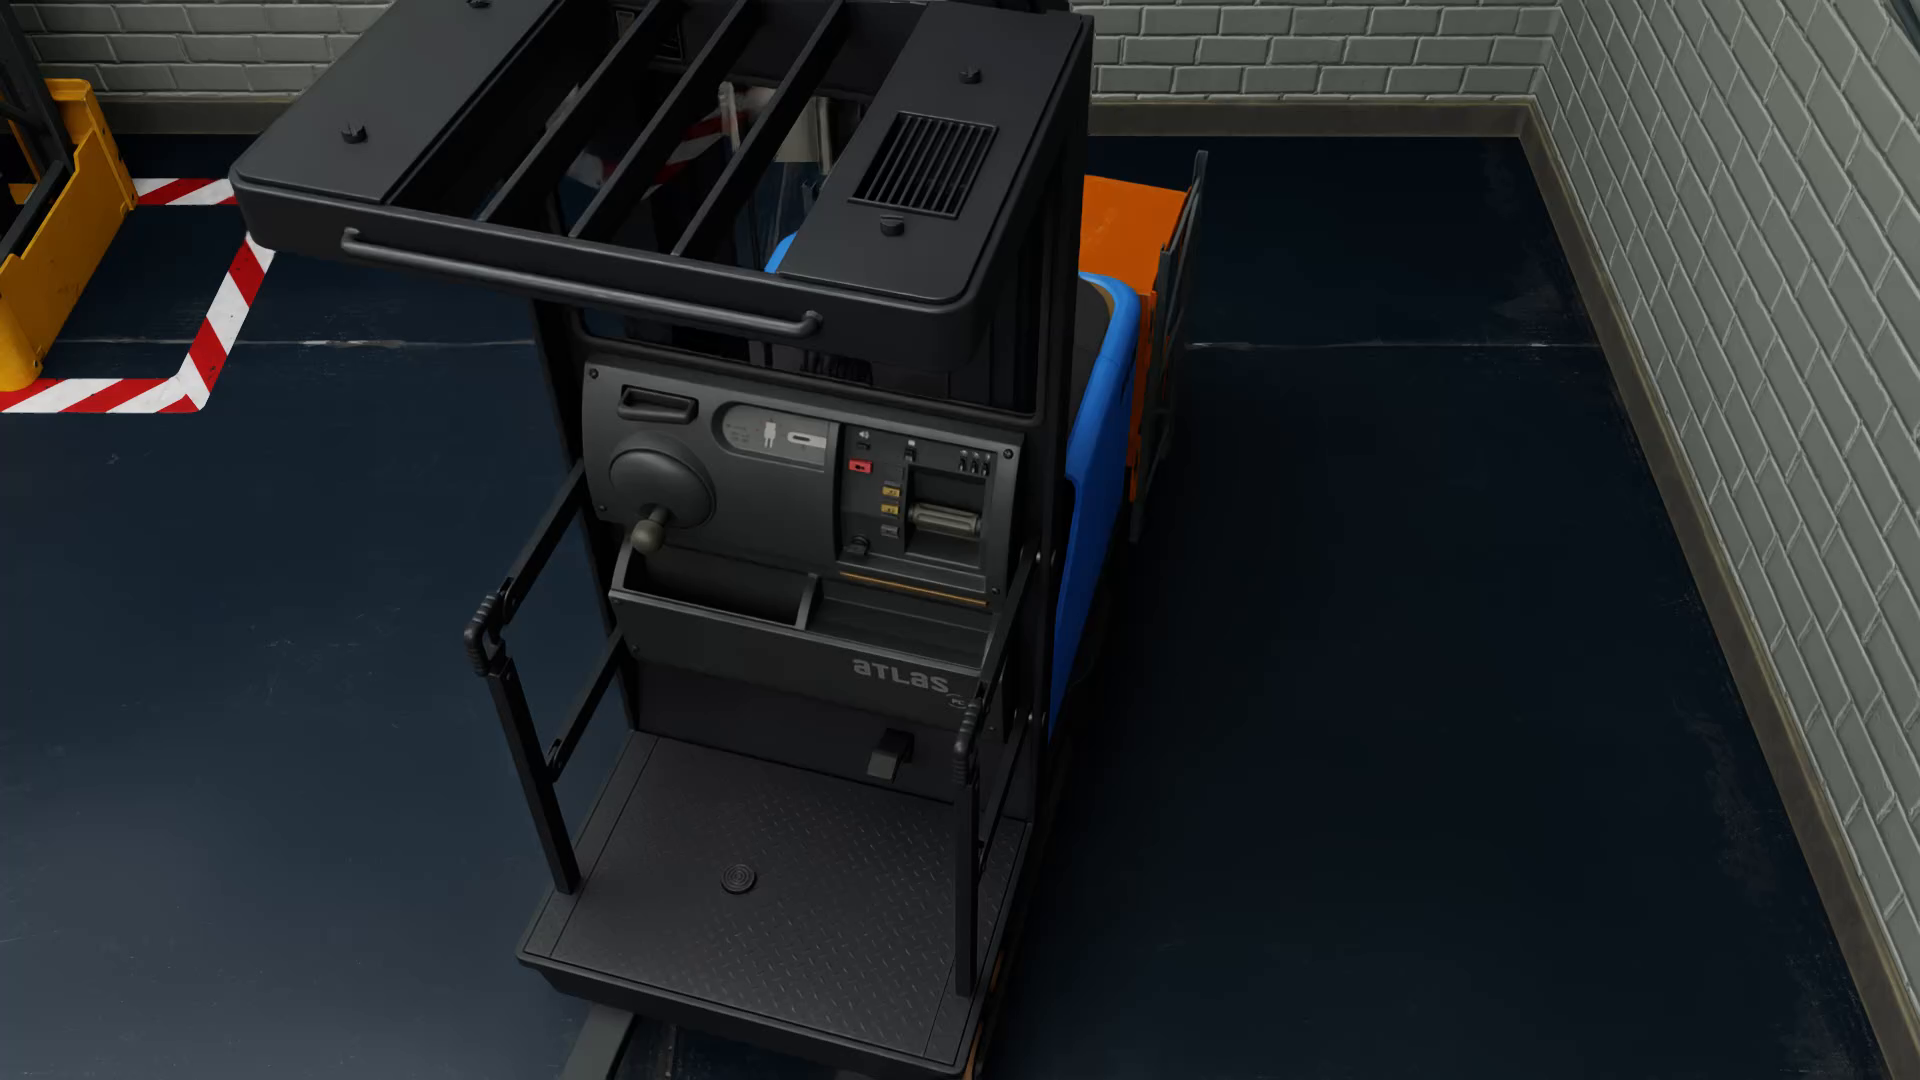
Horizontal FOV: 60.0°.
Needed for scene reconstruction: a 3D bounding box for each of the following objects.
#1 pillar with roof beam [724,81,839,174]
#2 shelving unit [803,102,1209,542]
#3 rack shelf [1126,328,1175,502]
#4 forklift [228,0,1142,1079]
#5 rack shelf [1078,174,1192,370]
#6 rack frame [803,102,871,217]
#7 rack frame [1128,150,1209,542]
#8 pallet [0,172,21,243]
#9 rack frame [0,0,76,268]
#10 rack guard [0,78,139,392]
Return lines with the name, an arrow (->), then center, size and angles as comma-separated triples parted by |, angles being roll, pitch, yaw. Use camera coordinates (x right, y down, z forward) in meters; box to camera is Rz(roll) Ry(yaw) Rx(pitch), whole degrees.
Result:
pillar with roof beam -> -0.711, -1.480, 0.480 | 0.400, 9.000, 9.100 | 0, 47, 0
shelving unit -> 0.136, -0.665, 5.101 | 1.048, 1.125, 0.538 | 13, 48, 12
rack shelf -> 0.136, -0.499, 5.280 | 1.000, 0.278, 0.538 | 13, 48, 12
forklift -> -0.391, -0.017, 3.263 | 1.130, 2.935, 3.031 | 12, 48, 11
rack shelf -> 0.136, -0.865, 4.887 | 1.000, 0.278, 0.538 | 13, 48, 12
rack frame -> -0.349, -0.777, 5.204 | 0.032, 1.125, 0.500 | 13, 48, 12
rack frame -> 0.621, -0.554, 4.997 | 0.032, 1.125, 0.500 | 13, 48, 12
pallet -> -4.198, -0.956, 5.996 | 1.213, 0.211, 1.003 | 0, 47, 0
rack frame -> -3.398, -1.962, 5.027 | 0.127, 3.000, 1.000 | 0, 47, 0
rack guard -> -3.374, -1.110, 5.941 | 0.348, 0.500, 1.175 | 0, 47, 0
